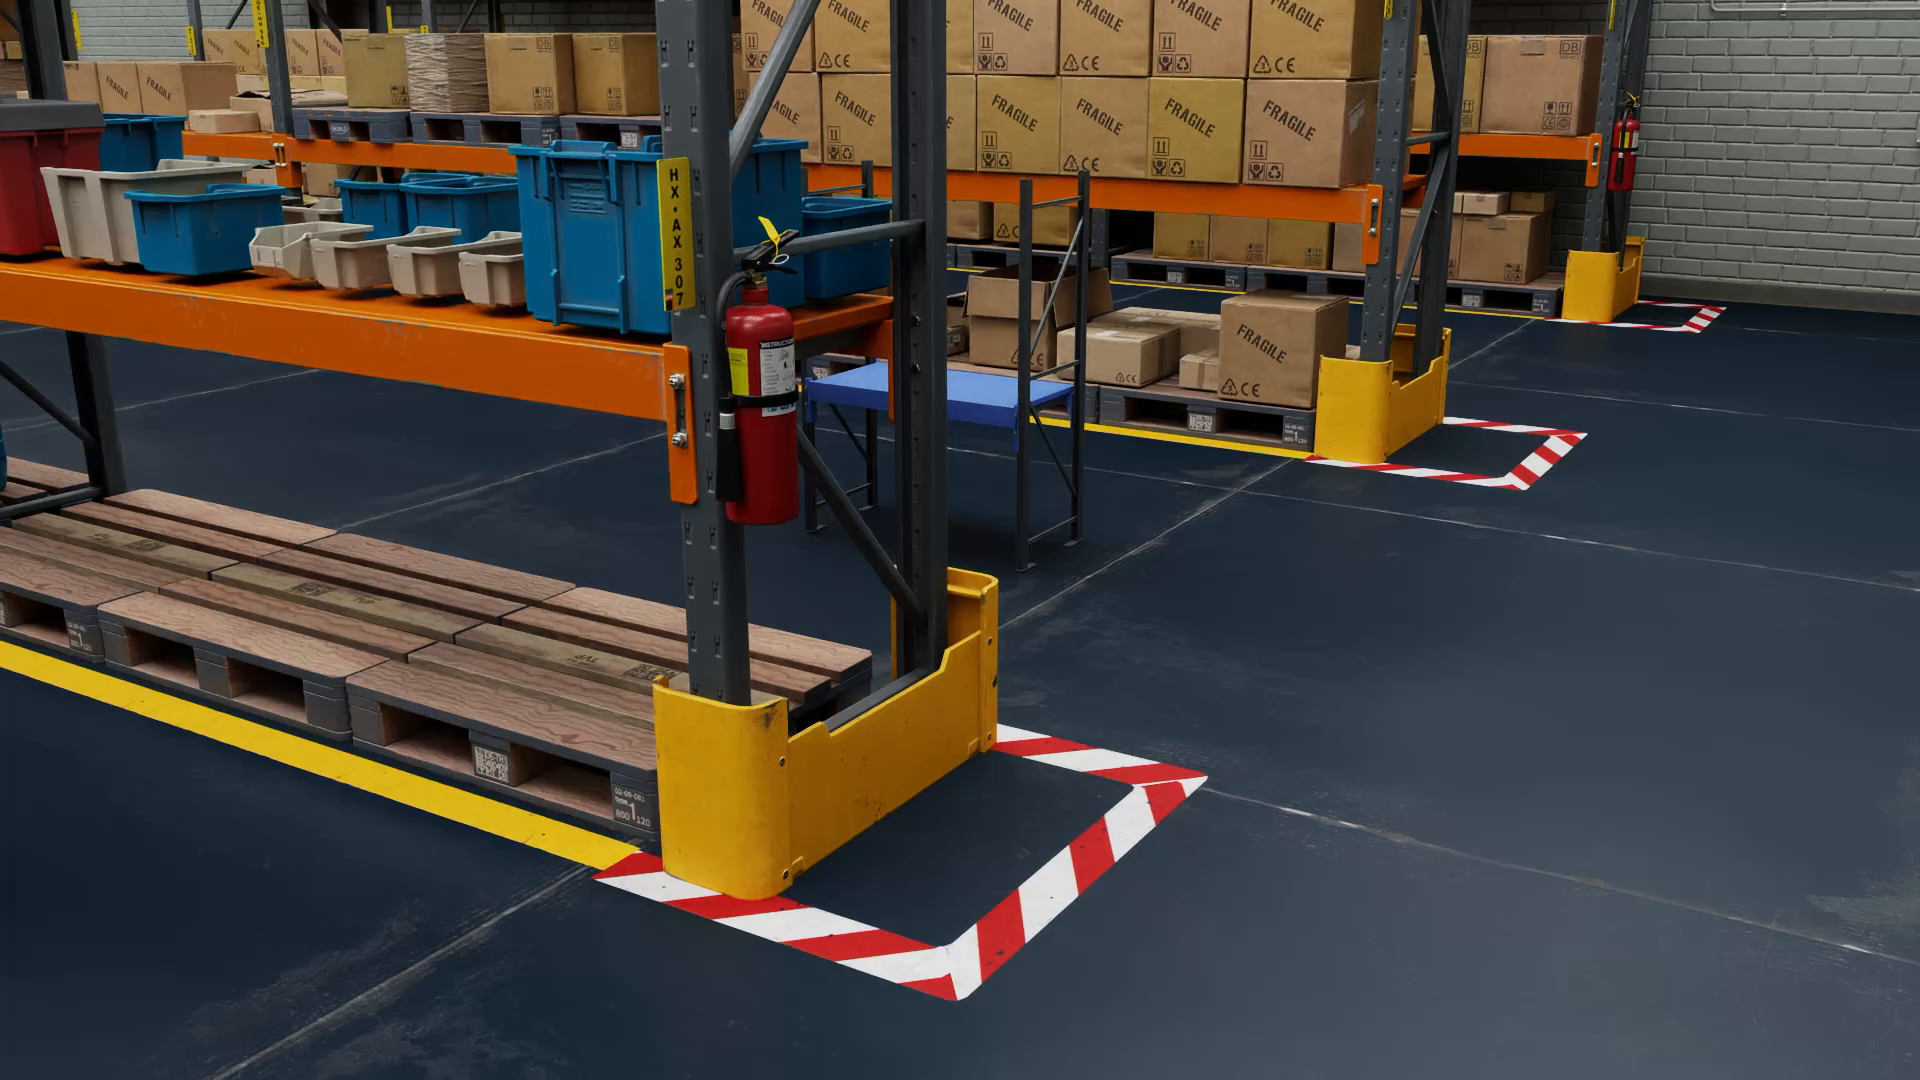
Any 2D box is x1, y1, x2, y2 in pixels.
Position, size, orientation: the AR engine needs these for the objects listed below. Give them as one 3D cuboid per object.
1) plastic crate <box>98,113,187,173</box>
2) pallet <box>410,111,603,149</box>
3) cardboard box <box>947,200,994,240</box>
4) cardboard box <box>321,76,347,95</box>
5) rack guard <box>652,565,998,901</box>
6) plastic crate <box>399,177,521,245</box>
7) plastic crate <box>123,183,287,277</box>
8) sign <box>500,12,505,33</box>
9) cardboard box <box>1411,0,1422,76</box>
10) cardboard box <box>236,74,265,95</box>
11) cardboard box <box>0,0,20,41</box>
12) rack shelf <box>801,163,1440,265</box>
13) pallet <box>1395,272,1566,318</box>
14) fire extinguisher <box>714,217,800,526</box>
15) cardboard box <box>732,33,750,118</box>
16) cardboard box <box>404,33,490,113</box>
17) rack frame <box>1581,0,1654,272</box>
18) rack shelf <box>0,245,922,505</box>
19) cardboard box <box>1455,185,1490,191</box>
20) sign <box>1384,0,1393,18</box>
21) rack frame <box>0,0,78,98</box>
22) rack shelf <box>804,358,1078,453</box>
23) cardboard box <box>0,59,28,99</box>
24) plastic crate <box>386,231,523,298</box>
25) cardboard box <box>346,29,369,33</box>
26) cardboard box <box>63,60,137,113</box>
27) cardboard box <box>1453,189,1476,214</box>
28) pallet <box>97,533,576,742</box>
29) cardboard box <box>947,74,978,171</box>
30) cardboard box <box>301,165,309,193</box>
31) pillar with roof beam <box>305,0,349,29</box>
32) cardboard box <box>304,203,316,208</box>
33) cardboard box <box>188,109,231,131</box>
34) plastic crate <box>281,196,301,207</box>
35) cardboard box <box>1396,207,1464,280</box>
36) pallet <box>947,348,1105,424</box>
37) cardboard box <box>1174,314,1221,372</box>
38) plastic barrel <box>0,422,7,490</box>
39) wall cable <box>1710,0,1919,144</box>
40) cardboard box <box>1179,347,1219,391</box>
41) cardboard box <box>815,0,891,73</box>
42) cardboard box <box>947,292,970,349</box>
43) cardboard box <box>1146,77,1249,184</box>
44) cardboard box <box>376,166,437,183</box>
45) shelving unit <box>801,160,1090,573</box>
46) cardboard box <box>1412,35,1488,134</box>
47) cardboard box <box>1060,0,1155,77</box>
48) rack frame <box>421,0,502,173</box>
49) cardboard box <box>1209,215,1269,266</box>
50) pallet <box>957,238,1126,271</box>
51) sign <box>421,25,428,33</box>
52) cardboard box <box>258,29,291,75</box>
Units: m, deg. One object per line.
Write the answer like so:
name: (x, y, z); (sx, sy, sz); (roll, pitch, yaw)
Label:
plastic crate: (-3.178, -1.371, 6.158); (0.575, 0.384, 0.392); (10, 20, 30)
pallet: (-2.907, -2.785, 11.218); (1.213, 0.211, 1.003); (10, 20, 30)
cardboard box: (0.050, -3.164, 15.111); (0.750, 0.750, 0.750); (11, 20, 32)
cardboard box: (-6.805, -5.092, 18.708); (0.500, 0.250, 0.500); (10, 20, 30)
rack guard: (-0.318, 0.468, 4.479); (0.348, 0.500, 1.175); (10, 20, 30)
plastic crate: (-1.506, -0.996, 5.184); (0.300, 0.233, 0.416); (10, 20, 30)
plastic crate: (-2.230, -0.926, 4.952); (0.300, 0.233, 0.416); (10, 20, 30)
sign: (-5.099, -5.699, 18.490); (0.005, 0.325, 0.100); (10, 20, 30)
cardboard box: (2.010, -2.613, 8.431); (0.500, 0.500, 0.500); (11, 20, 32)
cardboard box: (-8.095, -5.325, 19.474); (0.500, 0.250, 0.500); (9, 19, 28)
cardboard box: (-8.357, -4.514, 14.177); (0.500, 0.500, 0.700); (10, 20, 30)
rack shelf: (0.546, -1.914, 9.260); (4.000, 0.370, 1.077); (10, 20, 30)
pallet: (4.117, -1.950, 12.936); (1.213, 0.211, 1.003); (10, 20, 30)
fire extinguisher: (-0.455, -0.377, 3.736); (0.183, 0.674, 0.296); (10, 20, 30)
cardboard box: (-1.445, -2.939, 10.501); (0.500, 0.500, 0.700); (4, 17, 12)
cardboard box: (-3.292, -3.166, 11.247); (0.500, 0.500, 0.700); (15, 22, 40)
rack frame: (4.839, -3.182, 12.195); (0.127, 3.000, 1.000); (10, 20, 30)
rack shelf: (-2.050, -0.688, 5.223); (4.000, 0.370, 1.077); (10, 20, 30)
cardboard box: (3.970, -2.686, 13.025); (0.250, 0.149, 0.380); (10, 20, 30)
sign: (1.942, -2.525, 7.497); (0.005, 0.325, 0.100); (10, 20, 30)
rack frame: (-7.976, -3.780, 14.163); (0.127, 3.000, 1.000); (10, 20, 30)
rack shelf: (-0.073, -0.558, 6.758); (1.000, 0.185, 0.538); (10, 20, 30)
cardboard box: (-8.357, -3.893, 14.365); (0.500, 0.500, 0.700); (10, 19, 29)
plastic crate: (-1.375, -0.757, 4.564); (0.243, 0.136, 0.396); (10, 20, 30)
cardboard box: (-6.379, -5.373, 18.343); (0.500, 0.500, 0.500); (10, 20, 30)
cardboard box: (-6.881, -3.626, 13.487); (0.500, 0.500, 0.500); (12, 21, 34)
cardboard box: (3.767, -2.592, 12.715); (0.250, 0.149, 0.380); (11, 20, 32)
pallet: (-2.063, 0.285, 5.579); (1.213, 0.211, 1.003); (10, 20, 30)
cardboard box: (-0.004, -2.312, 9.159); (0.500, 0.500, 0.500); (10, 20, 30)
cardboard box: (-7.766, -4.325, 19.828); (0.500, 0.311, 0.500); (12, 21, 35)
pillar with roof beam: (-9.999, -7.527, 16.179); (0.400, 9.000, 9.100); (10, 20, 30)
cardboard box: (-4.860, -2.477, 12.919); (0.500, 0.311, 0.500); (11, 20, 32)
cardboard box: (-5.683, -3.231, 12.789); (0.250, 0.149, 0.380); (12, 21, 34)
plastic crate: (-2.660, -1.130, 5.810); (0.590, 0.125, 0.437); (10, 20, 30)
cardboard box: (3.764, -2.344, 13.016); (0.500, 0.500, 0.700); (10, 20, 30)
pallet: (0.470, -0.938, 9.607); (1.213, 0.211, 1.003); (10, 20, 30)
cardboard box: (1.509, -1.078, 9.243); (0.500, 0.250, 0.500); (10, 20, 30)
plastic barrel: (-4.209, -0.620, 6.650); (0.708, 0.901, 0.600); (10, 20, 30)
wall cable: (6.425, -3.707, 12.177); (1.851, 1.984, 0.084); (10, 20, 30)
cardboard box: (1.360, -0.915, 8.849); (0.250, 0.166, 0.380); (10, 20, 30)
cardboard box: (-0.464, -2.869, 9.274); (0.500, 0.500, 0.500); (9, 19, 28)
cardboard box: (0.115, -1.356, 10.054); (0.500, 0.311, 0.500); (10, 20, 30)
cardboard box: (1.282, -2.081, 8.399); (0.500, 0.500, 0.500); (10, 20, 31)
cardboard box: (-6.292, -4.169, 18.990); (0.500, 0.500, 0.500); (8, 19, 26)
shelving unit: (-0.073, -0.731, 6.706); (1.048, 1.500, 0.538); (10, 20, 30)
cardboard box: (3.774, -3.508, 12.753); (0.700, 0.700, 0.980); (10, 20, 30)
cardboard box: (0.852, -2.634, 8.501); (0.500, 0.500, 0.500); (11, 20, 32)
rack frame: (-5.386, -5.007, 18.204); (0.127, 3.000, 1.000); (10, 20, 30)
cardboard box: (2.441, -2.579, 13.788); (0.500, 0.500, 0.700); (10, 20, 30)
pallet: (0.734, -2.555, 14.928); (1.213, 0.211, 1.003); (10, 20, 30)
sign: (-5.664, -5.286, 17.631); (0.005, 0.325, 0.100); (10, 20, 30)
cardboard box: (-7.692, -5.607, 19.113); (0.500, 0.500, 0.500); (9, 19, 28)
